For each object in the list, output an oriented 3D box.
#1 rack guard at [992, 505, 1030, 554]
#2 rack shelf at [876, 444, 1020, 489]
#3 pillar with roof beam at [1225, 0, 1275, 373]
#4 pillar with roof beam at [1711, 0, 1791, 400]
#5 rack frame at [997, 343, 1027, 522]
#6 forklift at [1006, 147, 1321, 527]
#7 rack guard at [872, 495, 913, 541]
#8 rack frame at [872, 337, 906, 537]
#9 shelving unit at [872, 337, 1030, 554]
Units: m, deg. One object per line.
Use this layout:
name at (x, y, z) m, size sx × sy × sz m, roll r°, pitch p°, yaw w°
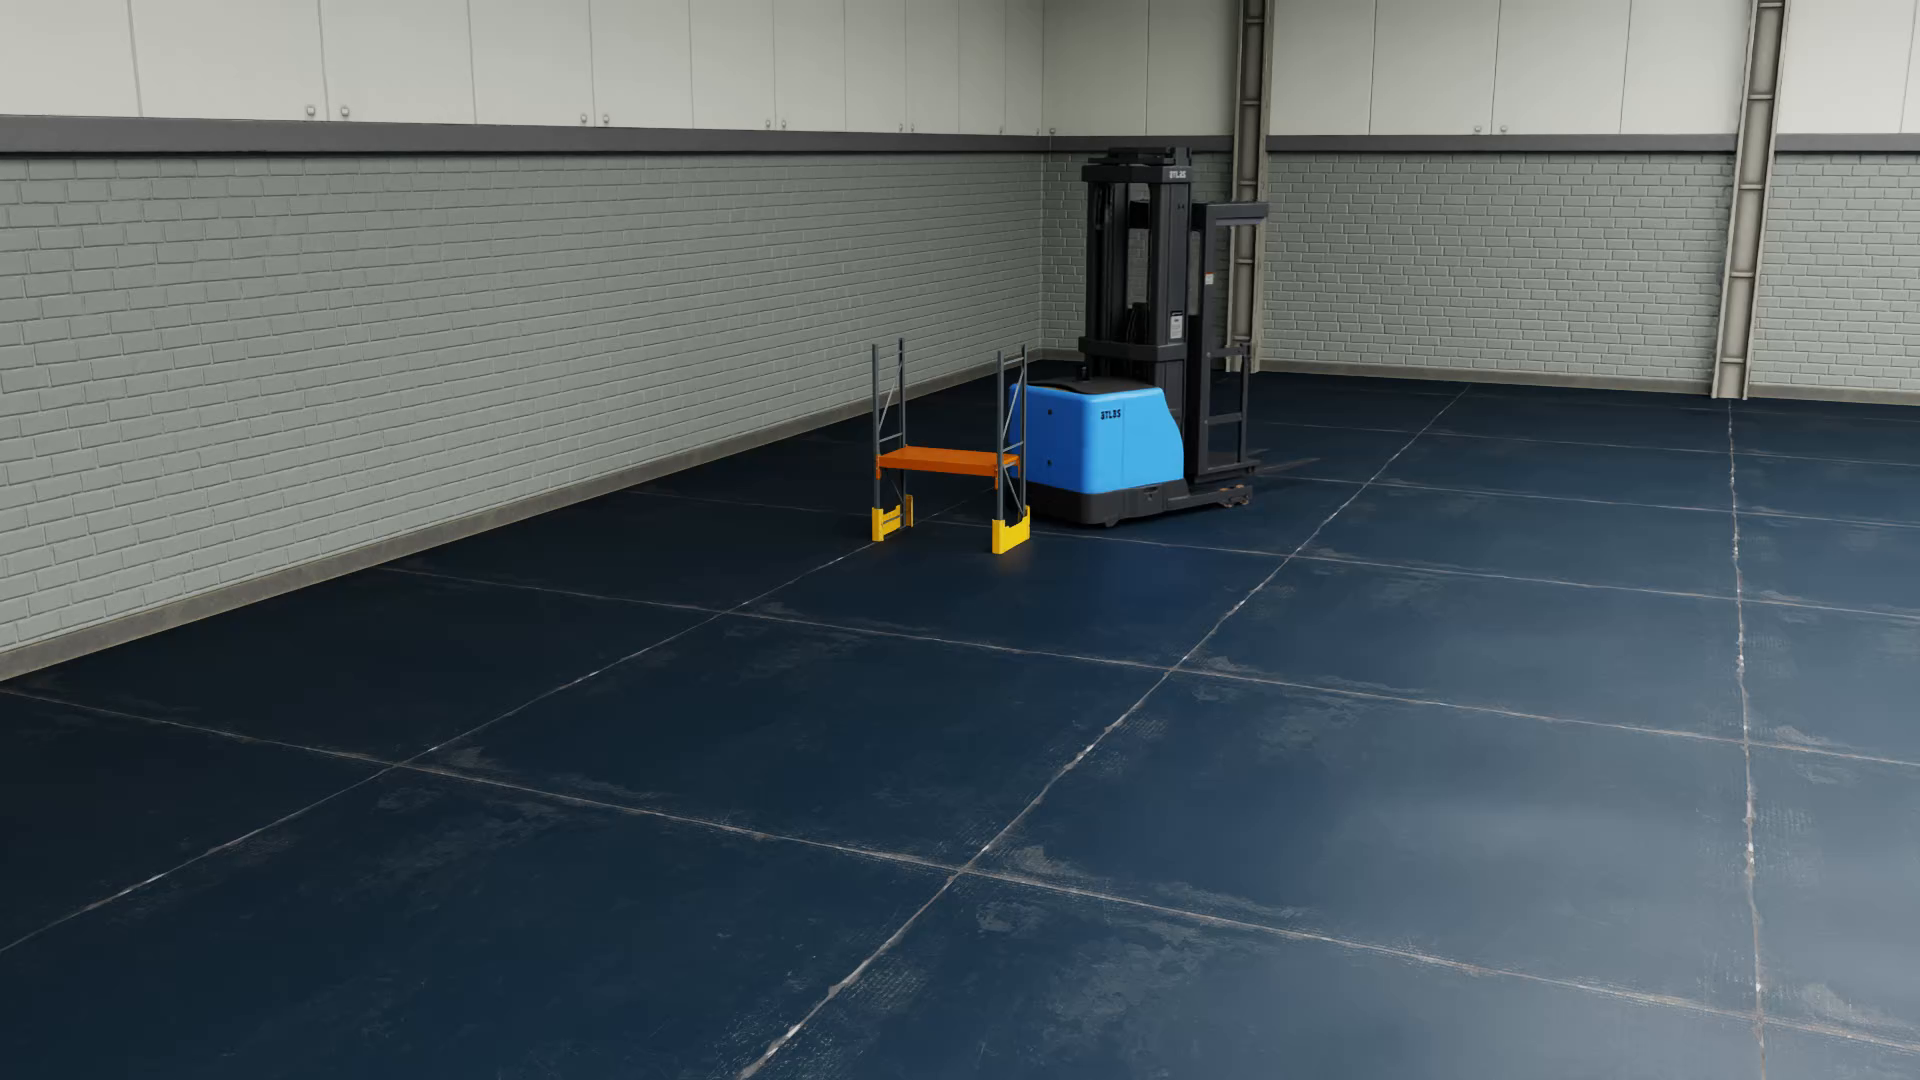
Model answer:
rack guard at (0.386, -0.083, 12.560) m, size 0.087 × 0.250 × 0.587 m, roll 6°, pitch 14°, yaw 23°
rack shelf at (-0.078, -0.563, 12.658) m, size 1.000 × 0.185 × 0.538 m, roll 6°, pitch 14°, yaw 23°
pillar with roof beam at (2.077, -5.767, 17.631) m, size 0.400 × 9.000 × 9.100 m, roll 6°, pitch 14°, yaw 23°
pillar with roof beam at (7.563, -5.211, 15.265) m, size 0.400 × 9.000 × 9.100 m, roll 6°, pitch 14°, yaw 23°
rack frame at (0.387, -0.691, 12.417) m, size 0.032 × 1.500 × 0.500 m, roll 6°, pitch 14°, yaw 23°
forklift at (1.845, -1.780, 13.923) m, size 3.031 × 2.935 × 1.130 m, roll -10°, pitch 17°, yaw -38°
rack guard at (-0.525, -0.175, 12.953) m, size 0.087 × 0.250 × 0.587 m, roll 6°, pitch 14°, yaw 23°
rack frame at (-0.543, -0.785, 12.818) m, size 0.032 × 1.500 × 0.500 m, roll 6°, pitch 14°, yaw 23°
shelving unit at (-0.070, -0.737, 12.614) m, size 1.083 × 1.500 × 0.587 m, roll 6°, pitch 14°, yaw 23°
